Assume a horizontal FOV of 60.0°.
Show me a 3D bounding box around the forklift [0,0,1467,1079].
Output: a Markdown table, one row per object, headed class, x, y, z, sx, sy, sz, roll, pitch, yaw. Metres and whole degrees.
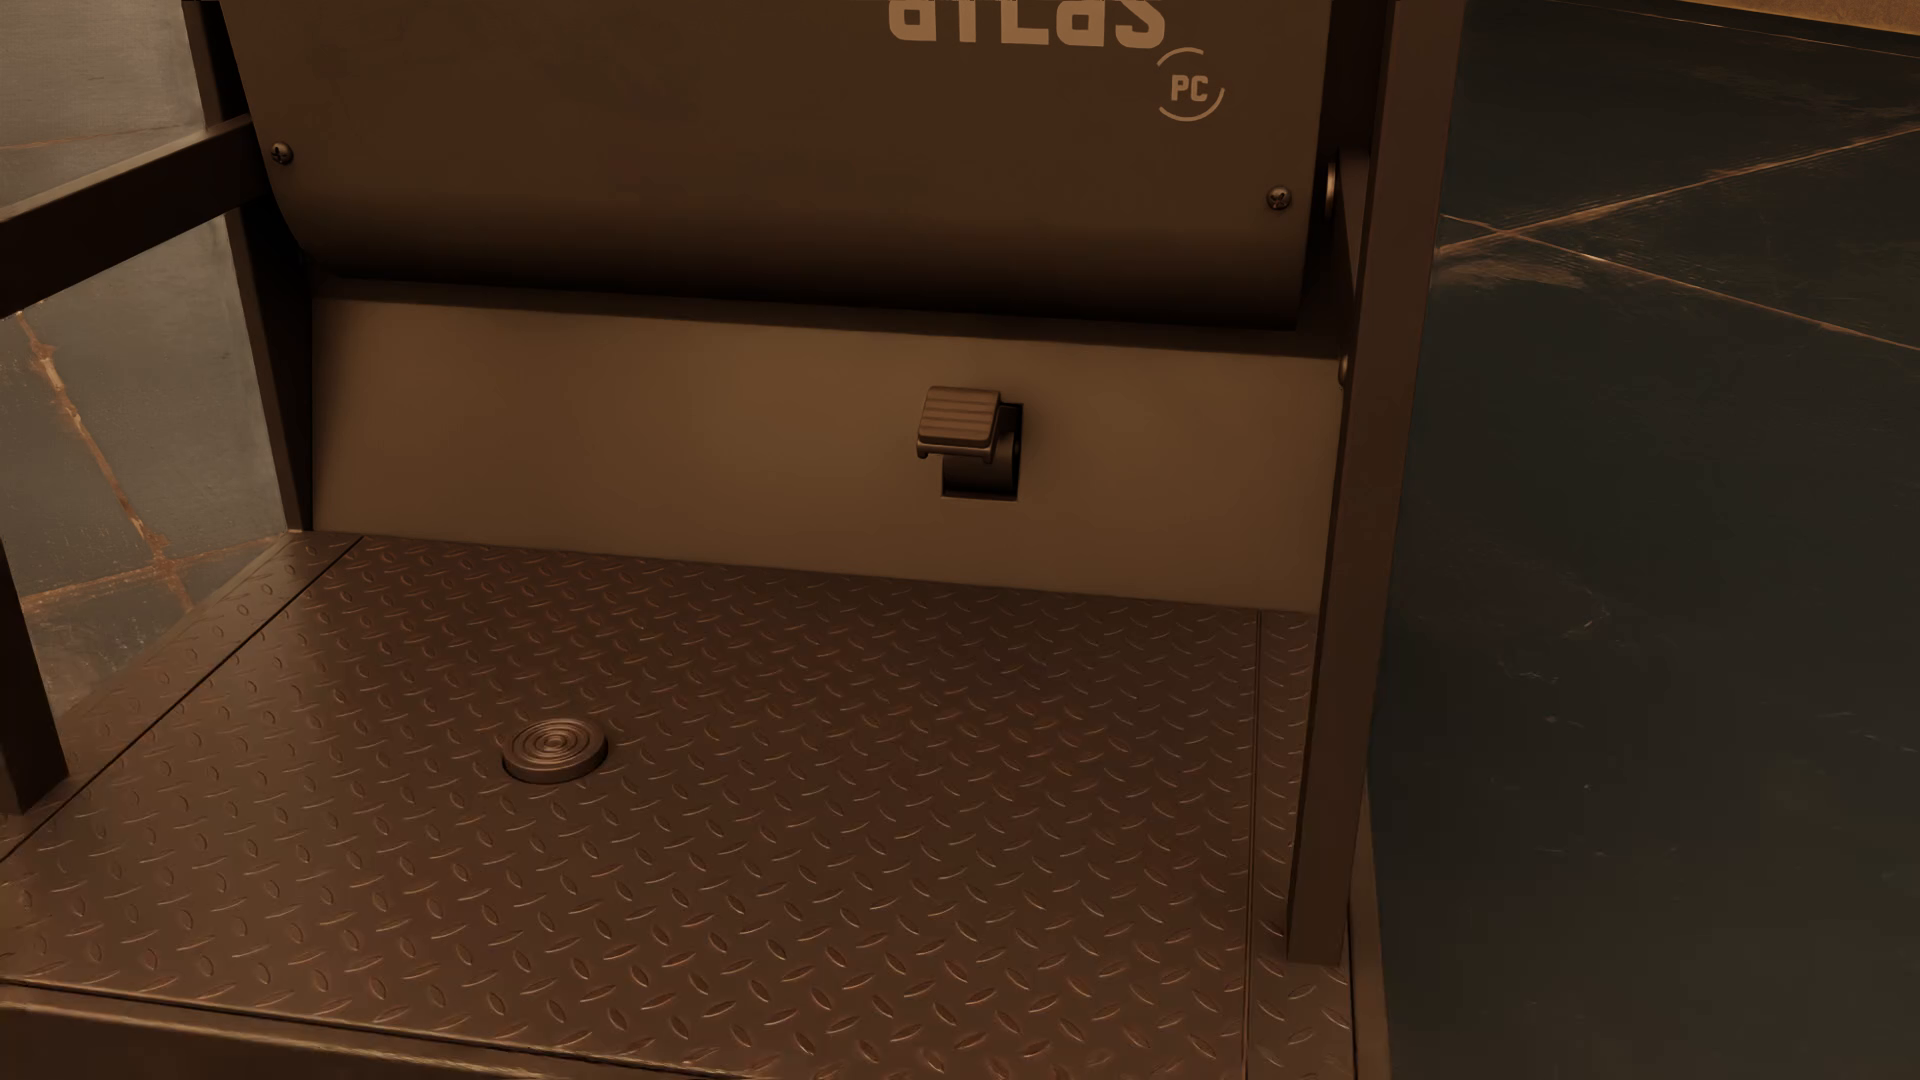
| class | x | y | z | sx | sy | sz | roll | pitch | yaw |
| --- | --- | --- | --- | --- | --- | --- | --- | --- | --- |
| forklift | -0.199 | -0.868 | 0.962 | 1.130 | 2.935 | 3.031 | 5 | 27 | 9 |
